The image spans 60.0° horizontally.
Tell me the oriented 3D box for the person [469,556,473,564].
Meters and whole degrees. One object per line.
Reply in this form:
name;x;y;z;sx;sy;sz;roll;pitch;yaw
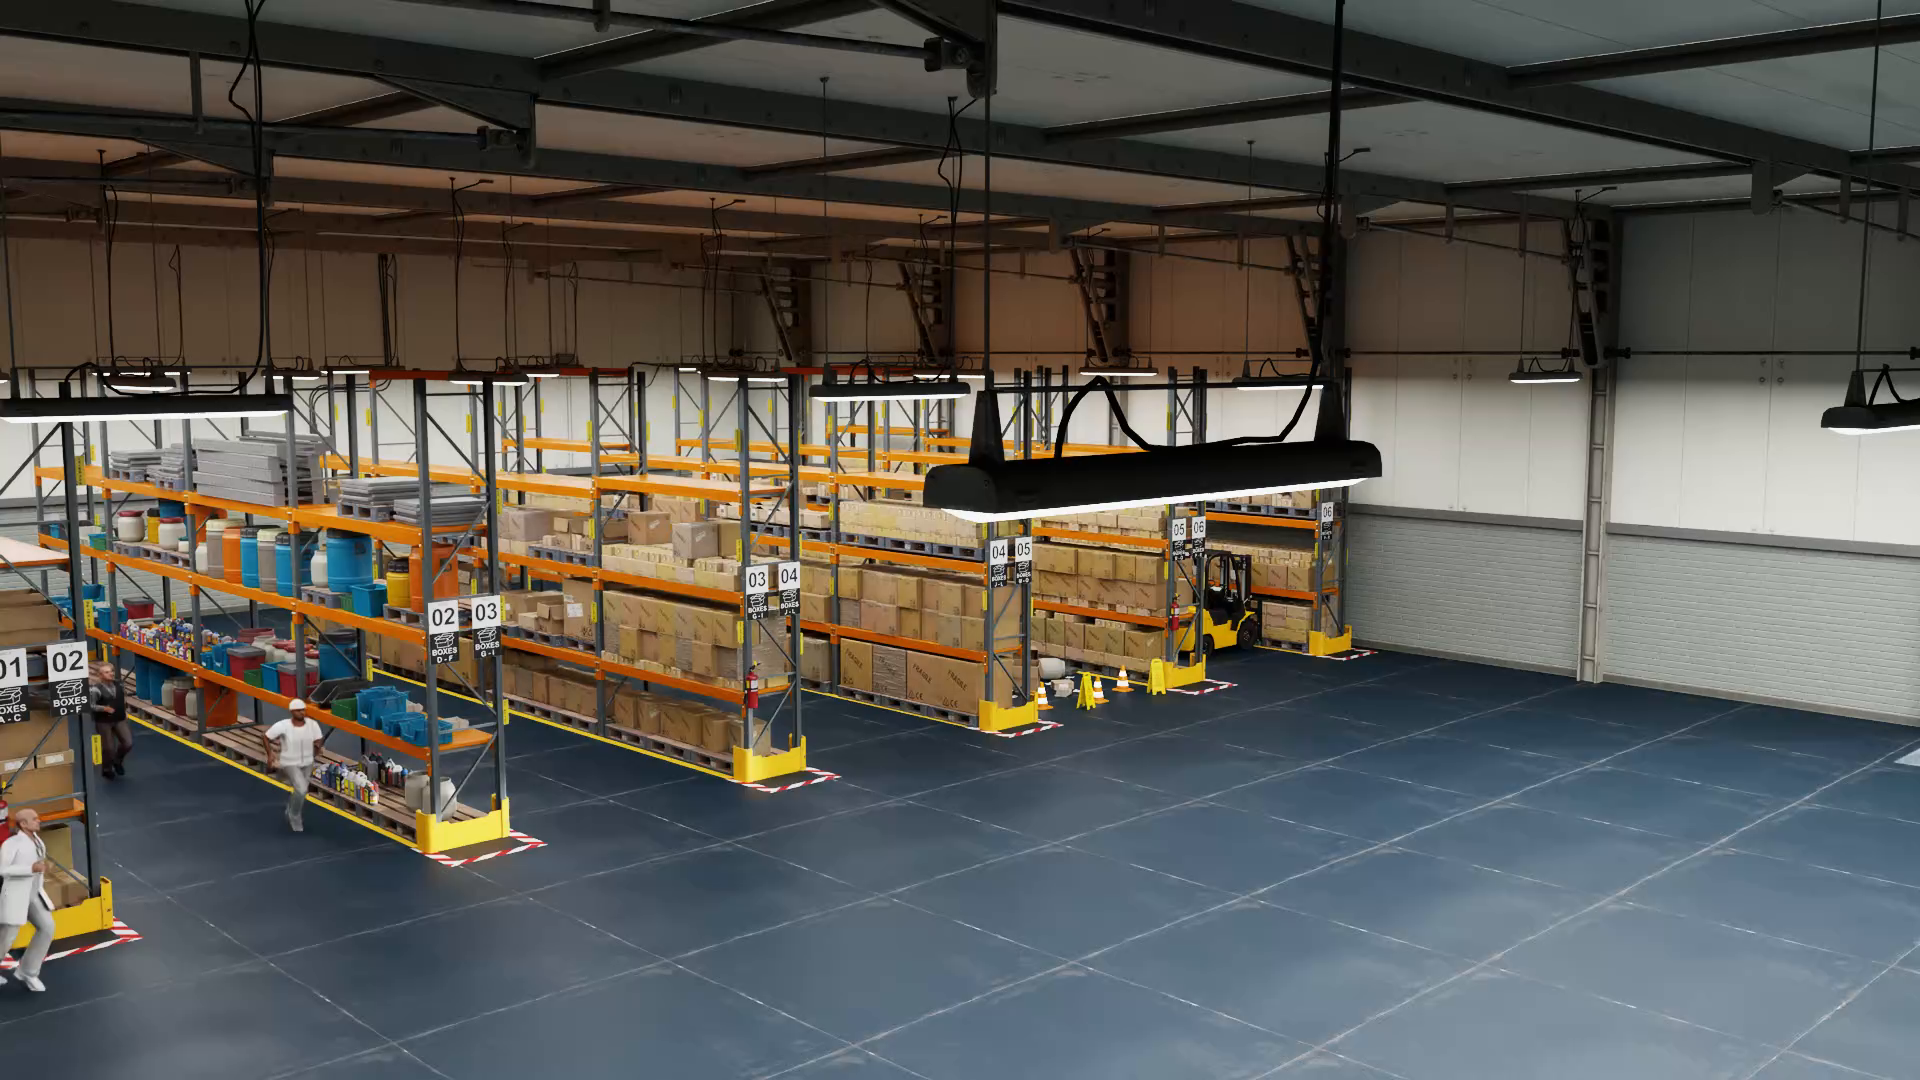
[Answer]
person;-11.544;1.094;39.557;0.522;1.621;0.660;2;7;21

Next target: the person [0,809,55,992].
person;-9.390;3.597;16.690;0.793;1.806;0.706;1;7;12

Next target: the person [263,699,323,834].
person;-8.746;2.984;21.984;0.808;1.787;0.669;5;8;38

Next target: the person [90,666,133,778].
person;-12.551;2.707;24.653;0.638;1.683;0.638;5;8;36
